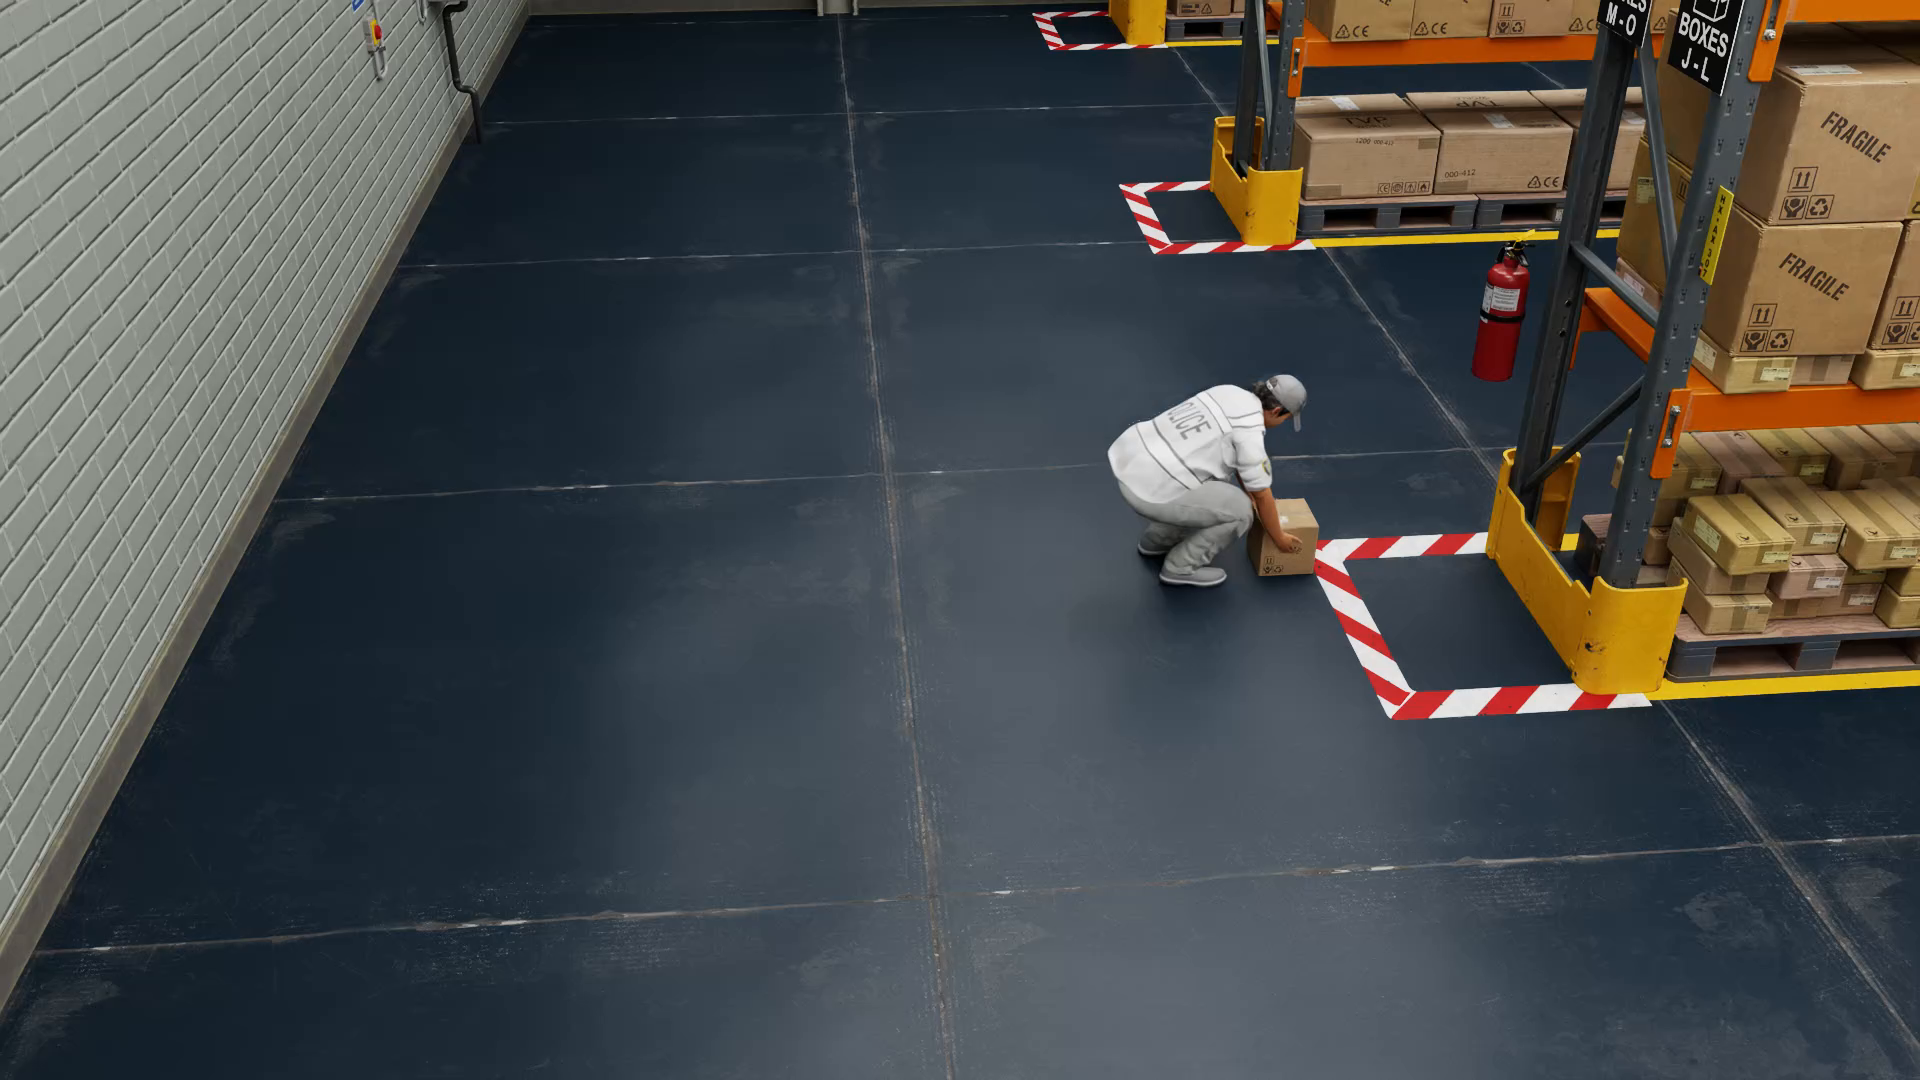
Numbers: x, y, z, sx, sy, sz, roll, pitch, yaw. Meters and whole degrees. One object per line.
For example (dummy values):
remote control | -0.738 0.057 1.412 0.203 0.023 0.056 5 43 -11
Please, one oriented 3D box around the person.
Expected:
person | 1.081 -0.280 7.329 0.858 0.907 0.516 -3 31 -5
